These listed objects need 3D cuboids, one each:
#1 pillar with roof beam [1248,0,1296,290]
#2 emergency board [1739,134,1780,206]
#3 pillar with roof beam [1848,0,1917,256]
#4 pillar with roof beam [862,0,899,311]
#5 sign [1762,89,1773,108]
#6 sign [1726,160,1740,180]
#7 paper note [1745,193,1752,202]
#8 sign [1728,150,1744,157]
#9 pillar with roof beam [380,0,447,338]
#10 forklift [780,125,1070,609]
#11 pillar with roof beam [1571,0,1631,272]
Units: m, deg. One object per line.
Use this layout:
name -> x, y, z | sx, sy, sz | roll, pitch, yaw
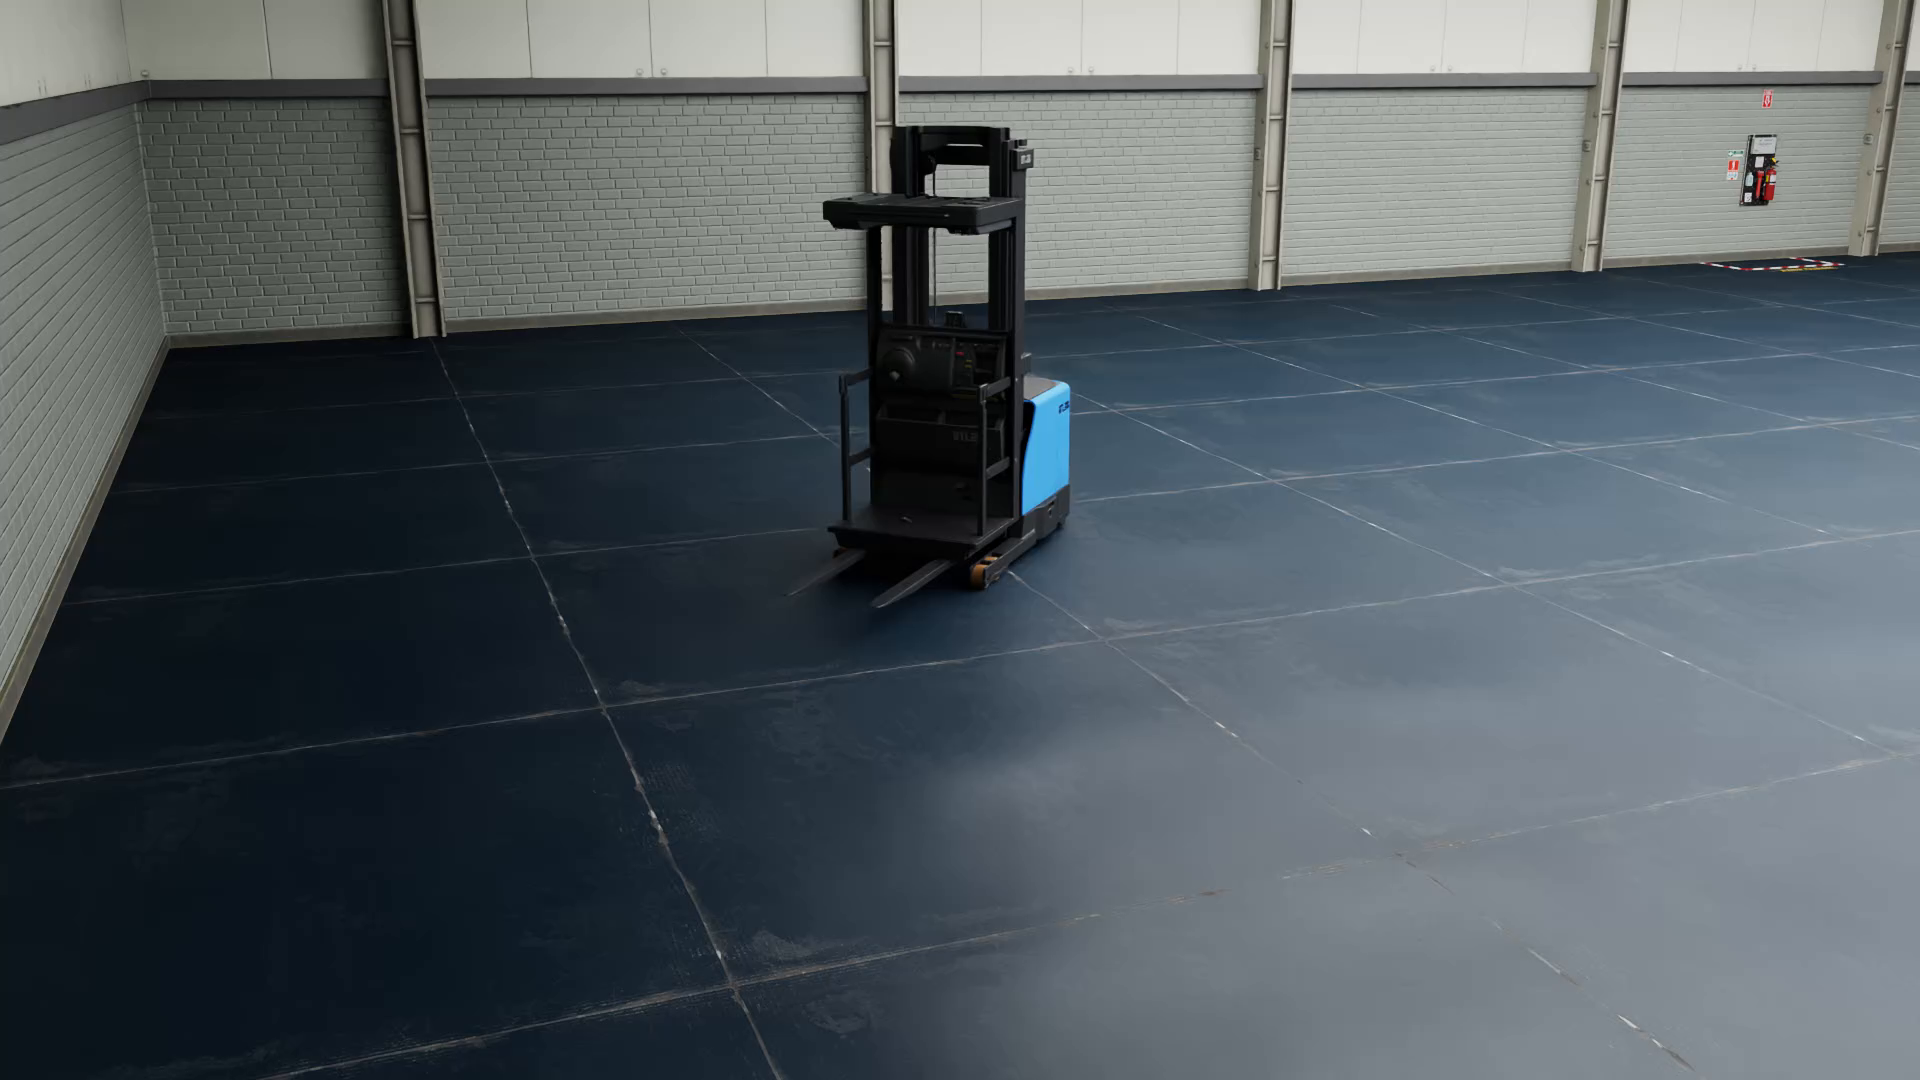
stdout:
pillar with roof beam -> 6.097, -6.957, 19.817 | 0.400, 9.000, 9.100 | -6, 17, -20
emergency board -> 13.441, -6.182, 27.825 | 0.643, 1.169, 0.194 | -6, 17, -20
pillar with roof beam -> 17.303, -8.167, 23.937 | 0.400, 9.000, 9.100 | -6, 17, -20
pillar with roof beam -> 0.494, -6.352, 17.757 | 0.400, 9.000, 9.100 | -6, 17, -20
sign -> 13.398, -7.319, 27.585 | 0.199, 0.298, 0.001 | -6, 17, -20
sign -> 12.888, -6.170, 27.723 | 0.234, 0.329, 0.001 | -6, 17, -20
paper note -> 13.251, -5.759, 27.950 | 0.142, 0.148, 0.016 | -6, 17, -20
sign -> 12.895, -6.423, 27.642 | 0.331, 0.109, 0.001 | -6, 17, -20
pillar with roof beam -> -5.108, -5.747, 15.697 | 0.400, 9.000, 9.100 | -6, 17, -20
forklift -> -0.211, -1.217, 11.041 | 1.130, 2.935, 3.031 | 7, 18, 22
pillar with roof beam -> 11.700, -7.562, 21.877 | 0.400, 9.000, 9.100 | -6, 17, -20
